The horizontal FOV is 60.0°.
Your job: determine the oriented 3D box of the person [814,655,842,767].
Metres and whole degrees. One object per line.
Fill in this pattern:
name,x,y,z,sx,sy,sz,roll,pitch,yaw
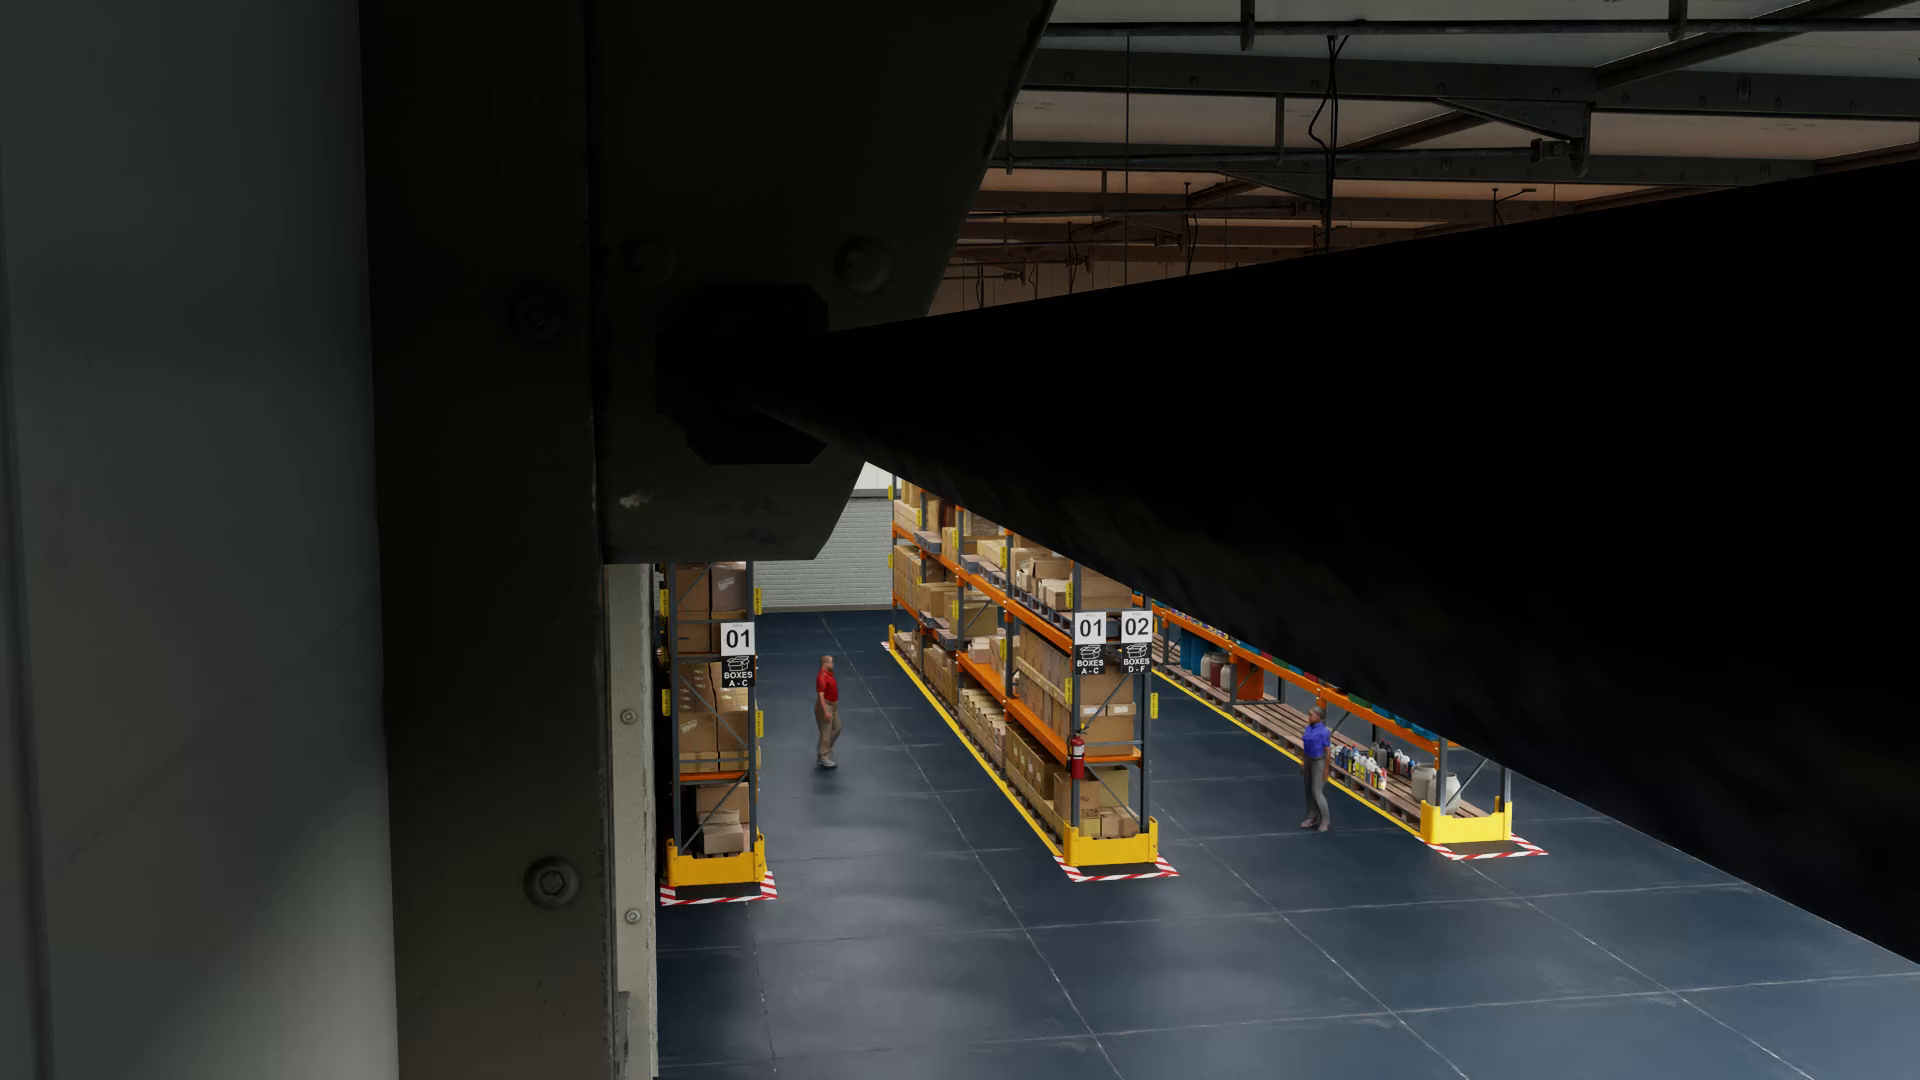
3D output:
person,-2.095,2.693,26.068,0.387,1.783,0.627,1,6,9

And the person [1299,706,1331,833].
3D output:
person,4.802,3.081,22.505,0.347,1.682,0.497,-3,7,-25
